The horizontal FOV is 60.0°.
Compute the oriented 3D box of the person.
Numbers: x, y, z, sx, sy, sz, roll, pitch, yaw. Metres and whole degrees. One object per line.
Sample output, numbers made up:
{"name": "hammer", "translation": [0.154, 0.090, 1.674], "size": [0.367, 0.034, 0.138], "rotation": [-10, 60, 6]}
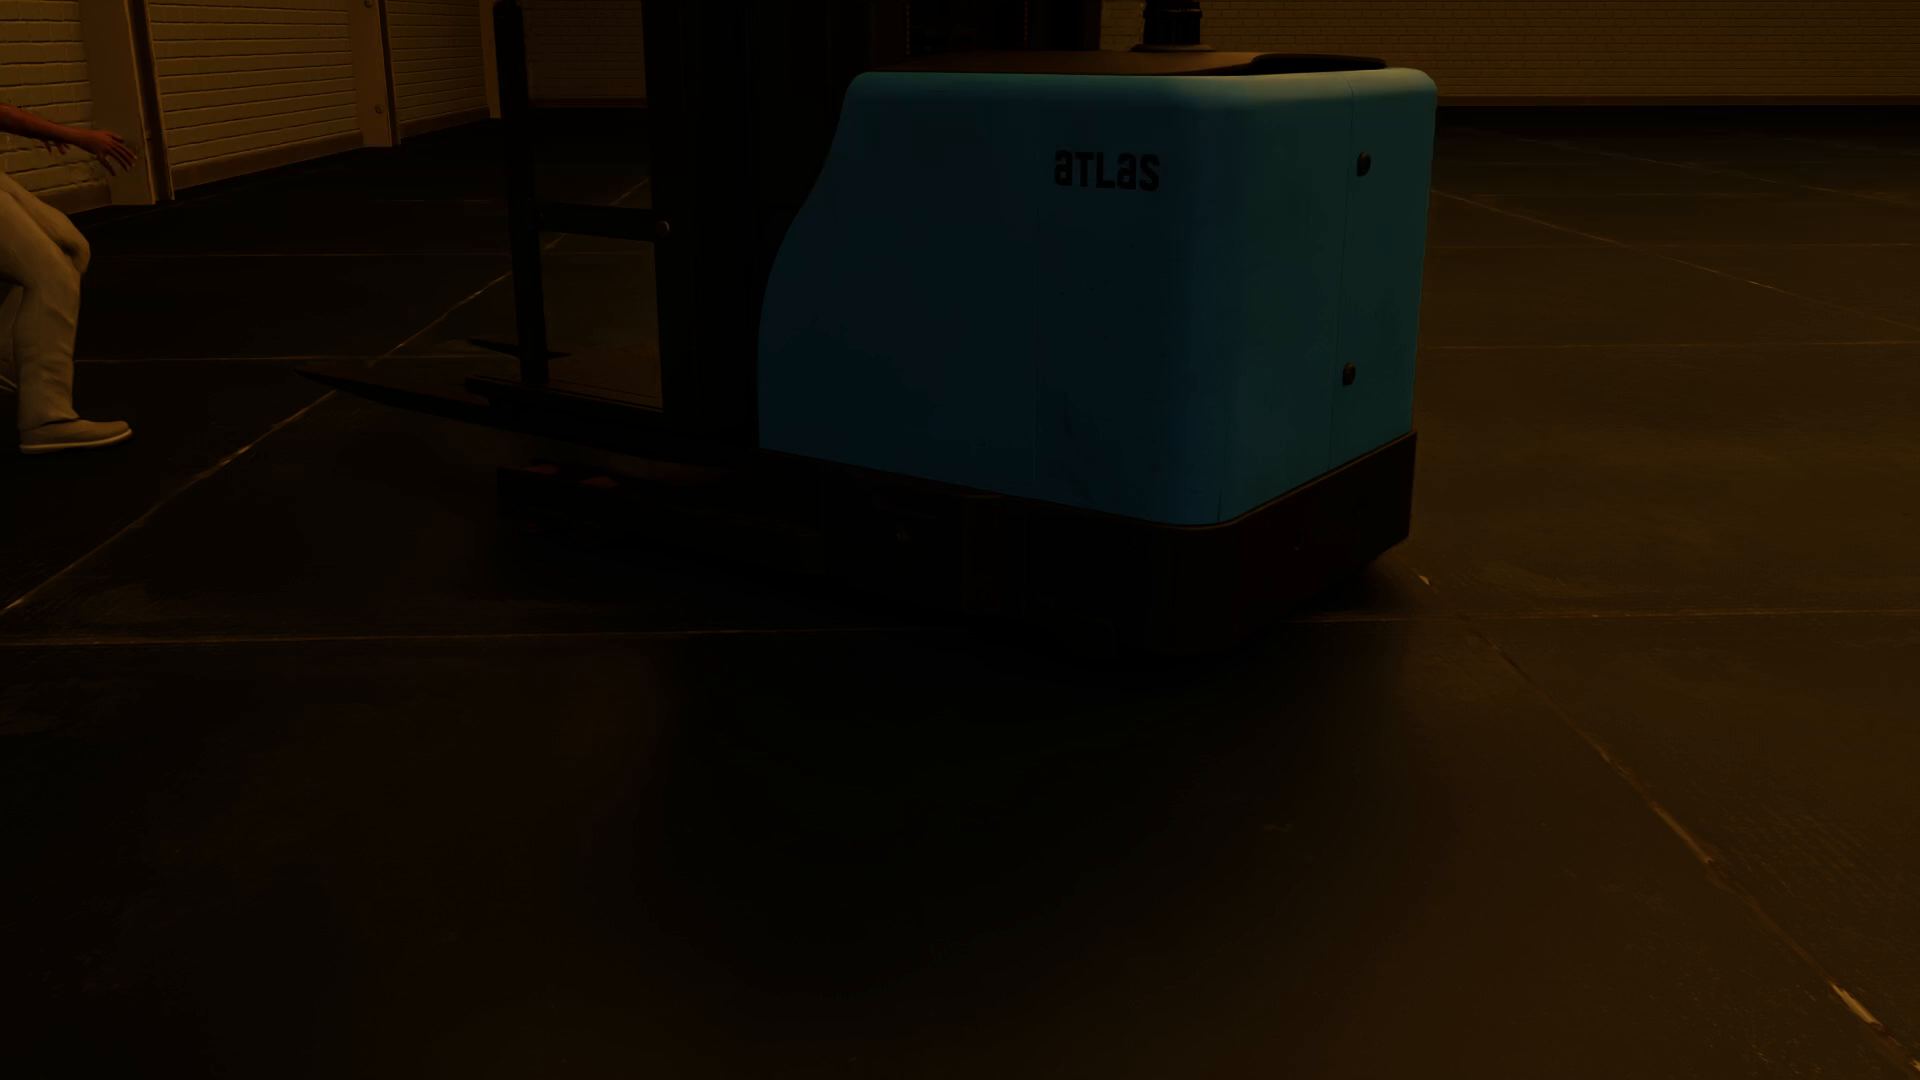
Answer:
{"name": "person", "translation": [-2.748, -1.057, 4.789], "size": [0.678, 1.505, 0.771], "rotation": [-9, 19, -26]}

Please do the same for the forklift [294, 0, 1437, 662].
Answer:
{"name": "forklift", "translation": [-0.487, -1.496, 3.798], "size": [3.031, 2.935, 1.130], "rotation": [12, 21, 34]}
